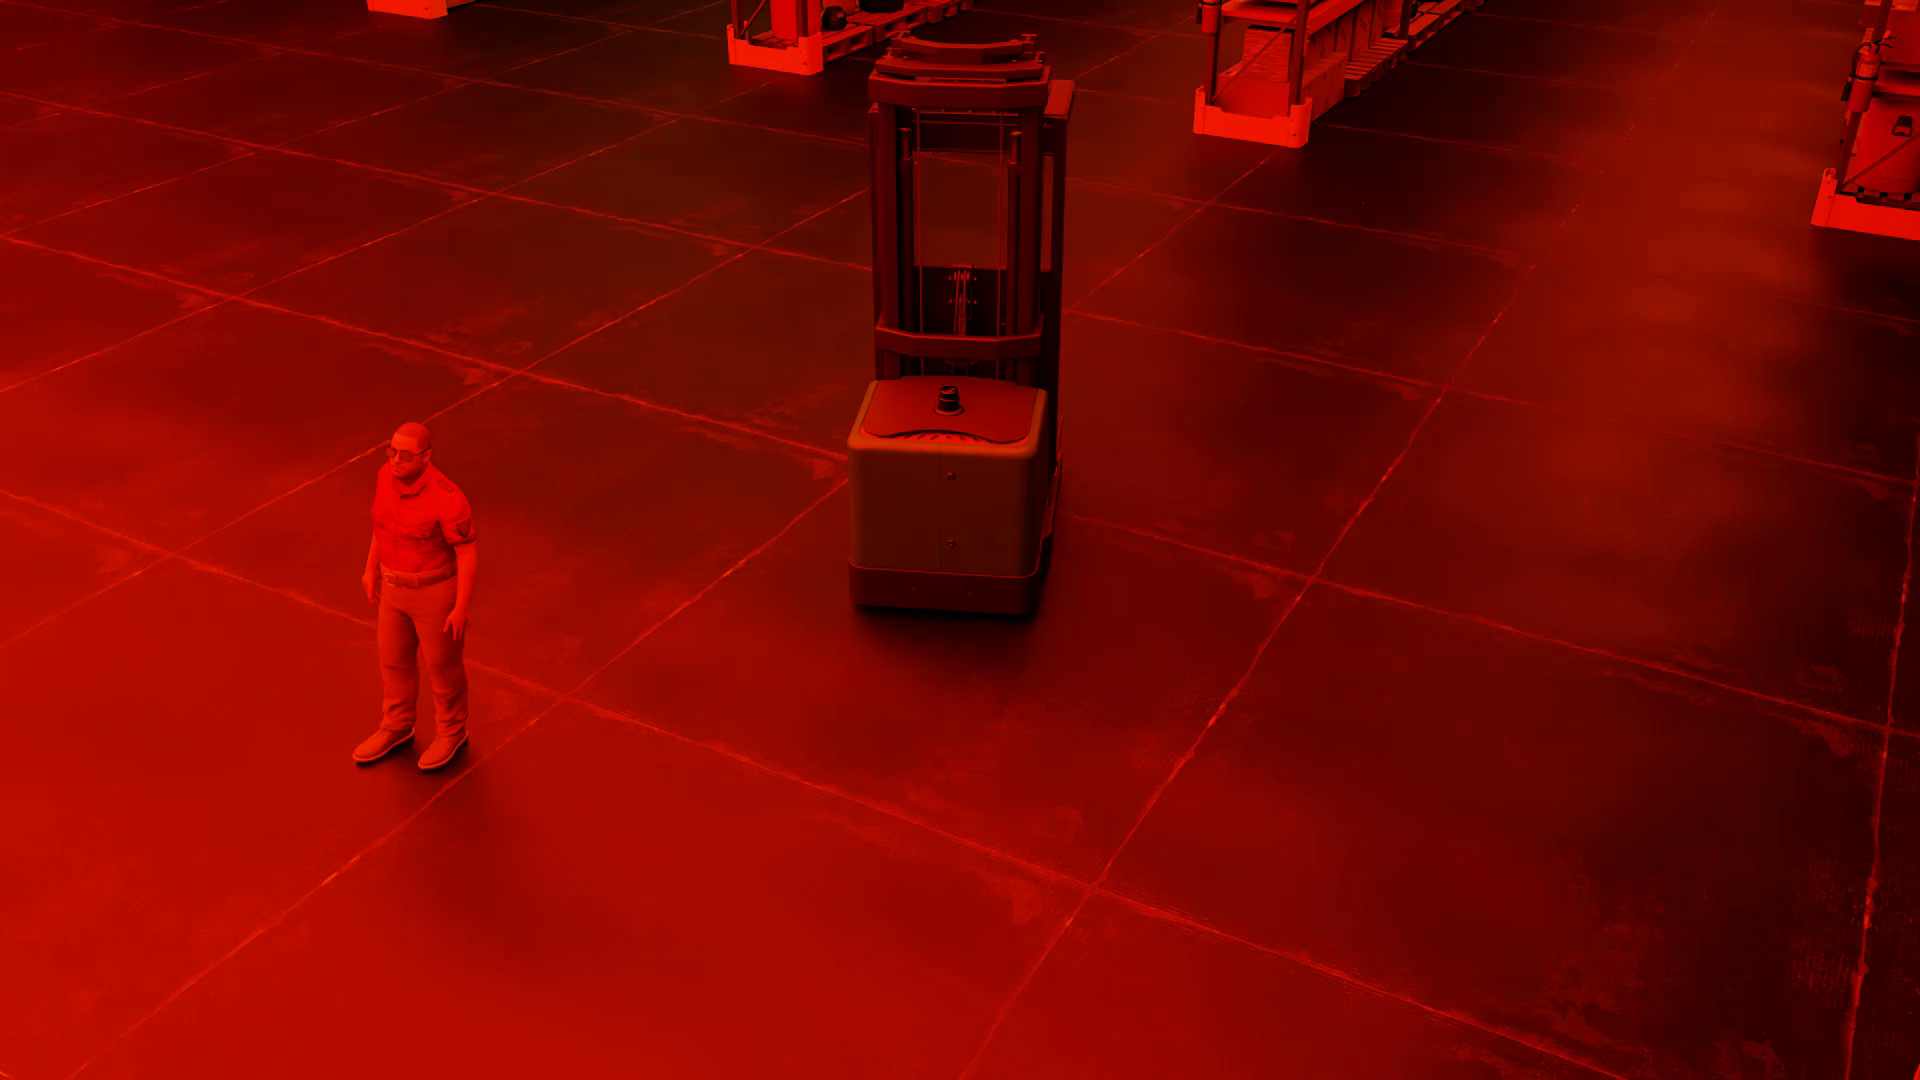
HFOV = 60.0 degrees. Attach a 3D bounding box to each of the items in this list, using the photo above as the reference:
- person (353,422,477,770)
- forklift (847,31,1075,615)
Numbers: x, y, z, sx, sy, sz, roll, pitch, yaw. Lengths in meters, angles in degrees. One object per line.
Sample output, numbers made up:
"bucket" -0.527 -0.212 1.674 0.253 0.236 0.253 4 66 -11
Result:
"person" -2.578 0.286 7.764 0.640 1.727 0.551 16 33 25
"forklift" 0.072 -1.572 9.794 1.130 2.935 3.031 3 30 6
